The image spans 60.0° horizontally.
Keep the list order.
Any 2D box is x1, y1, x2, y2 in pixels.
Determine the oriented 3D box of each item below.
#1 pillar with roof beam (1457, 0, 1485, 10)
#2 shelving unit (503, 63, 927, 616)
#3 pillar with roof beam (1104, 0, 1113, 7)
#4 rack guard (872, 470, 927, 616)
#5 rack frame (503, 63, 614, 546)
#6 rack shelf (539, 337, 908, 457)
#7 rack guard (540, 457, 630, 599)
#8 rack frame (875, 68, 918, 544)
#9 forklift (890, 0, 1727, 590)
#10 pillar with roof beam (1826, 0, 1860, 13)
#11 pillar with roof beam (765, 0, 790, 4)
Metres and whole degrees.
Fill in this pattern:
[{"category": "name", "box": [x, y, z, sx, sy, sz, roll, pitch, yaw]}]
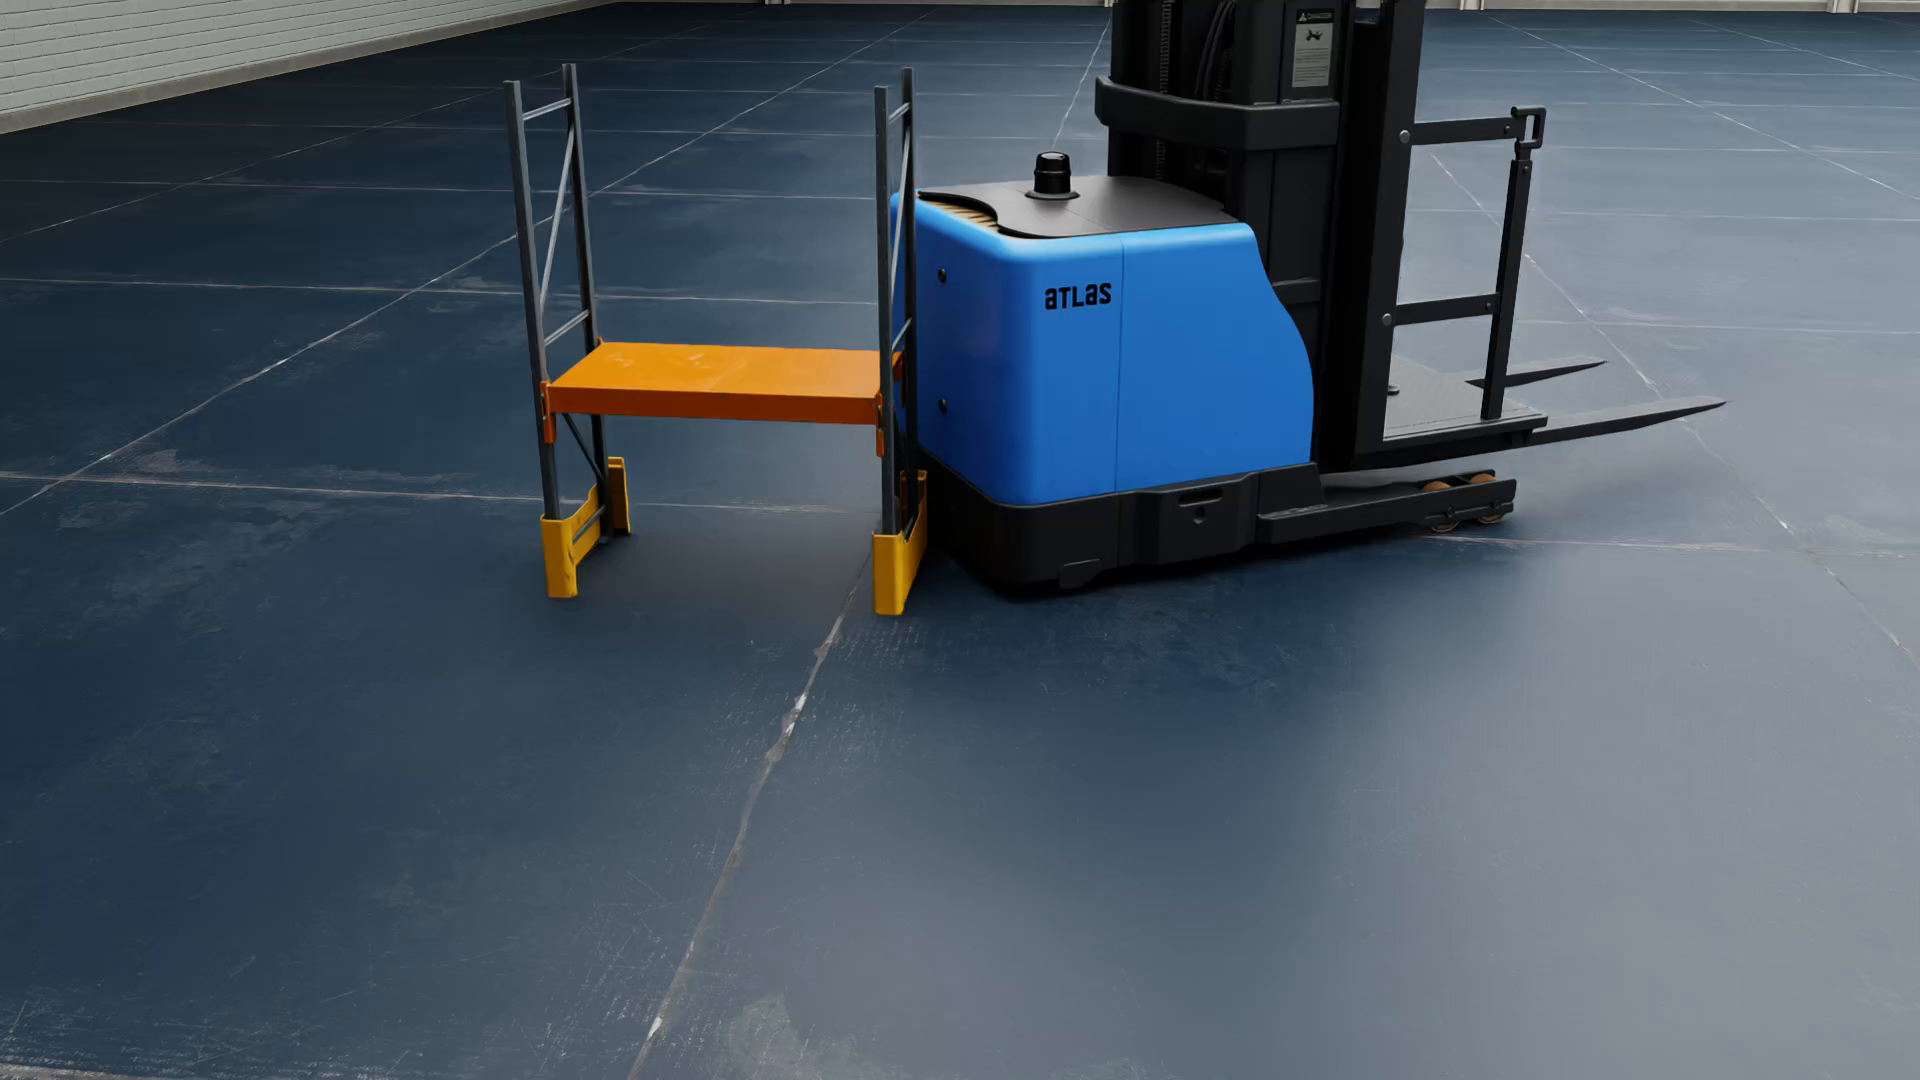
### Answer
[{"category": "pillar with roof beam", "box": [8.167, -11.638, 22.637, 0.400, 9.000, 9.100, 2, 22, 6]}, {"category": "shelving unit", "box": [-0.675, -0.606, 4.932, 1.083, 1.500, 0.587, 3, 22, 7]}, {"category": "pillar with roof beam", "box": [2.209, -11.897, 23.294, 0.400, 9.000, 9.100, 2, 22, 6]}, {"category": "rack guard", "box": [-0.180, -0.002, 5.104, 0.087, 0.250, 0.587, 3, 22, 7]}, {"category": "rack frame", "box": [-1.188, -0.629, 4.991, 0.032, 1.500, 0.500, 3, 22, 7]}, {"category": "rack shelf", "box": [-0.684, -0.439, 4.999, 1.000, 0.185, 0.538, 3, 22, 7]}, {"category": "rack guard", "box": [-1.169, -0.047, 5.218, 0.087, 0.250, 0.587, 3, 22, 7]}, {"category": "rack frame", "box": [-0.179, -0.583, 4.874, 0.032, 1.500, 0.500, 3, 22, 7]}, {"category": "forklift", "box": [1.305, -1.555, 5.386, 3.031, 2.935, 1.130, -9, 23, -22]}, {"category": "pillar with roof beam", "box": [14.125, -11.378, 21.980, 0.400, 9.000, 9.100, 2, 22, 6]}, {"category": "pillar with roof beam", "box": [-3.749, -12.157, 23.950, 0.400, 9.000, 9.100, 2, 22, 6]}]
